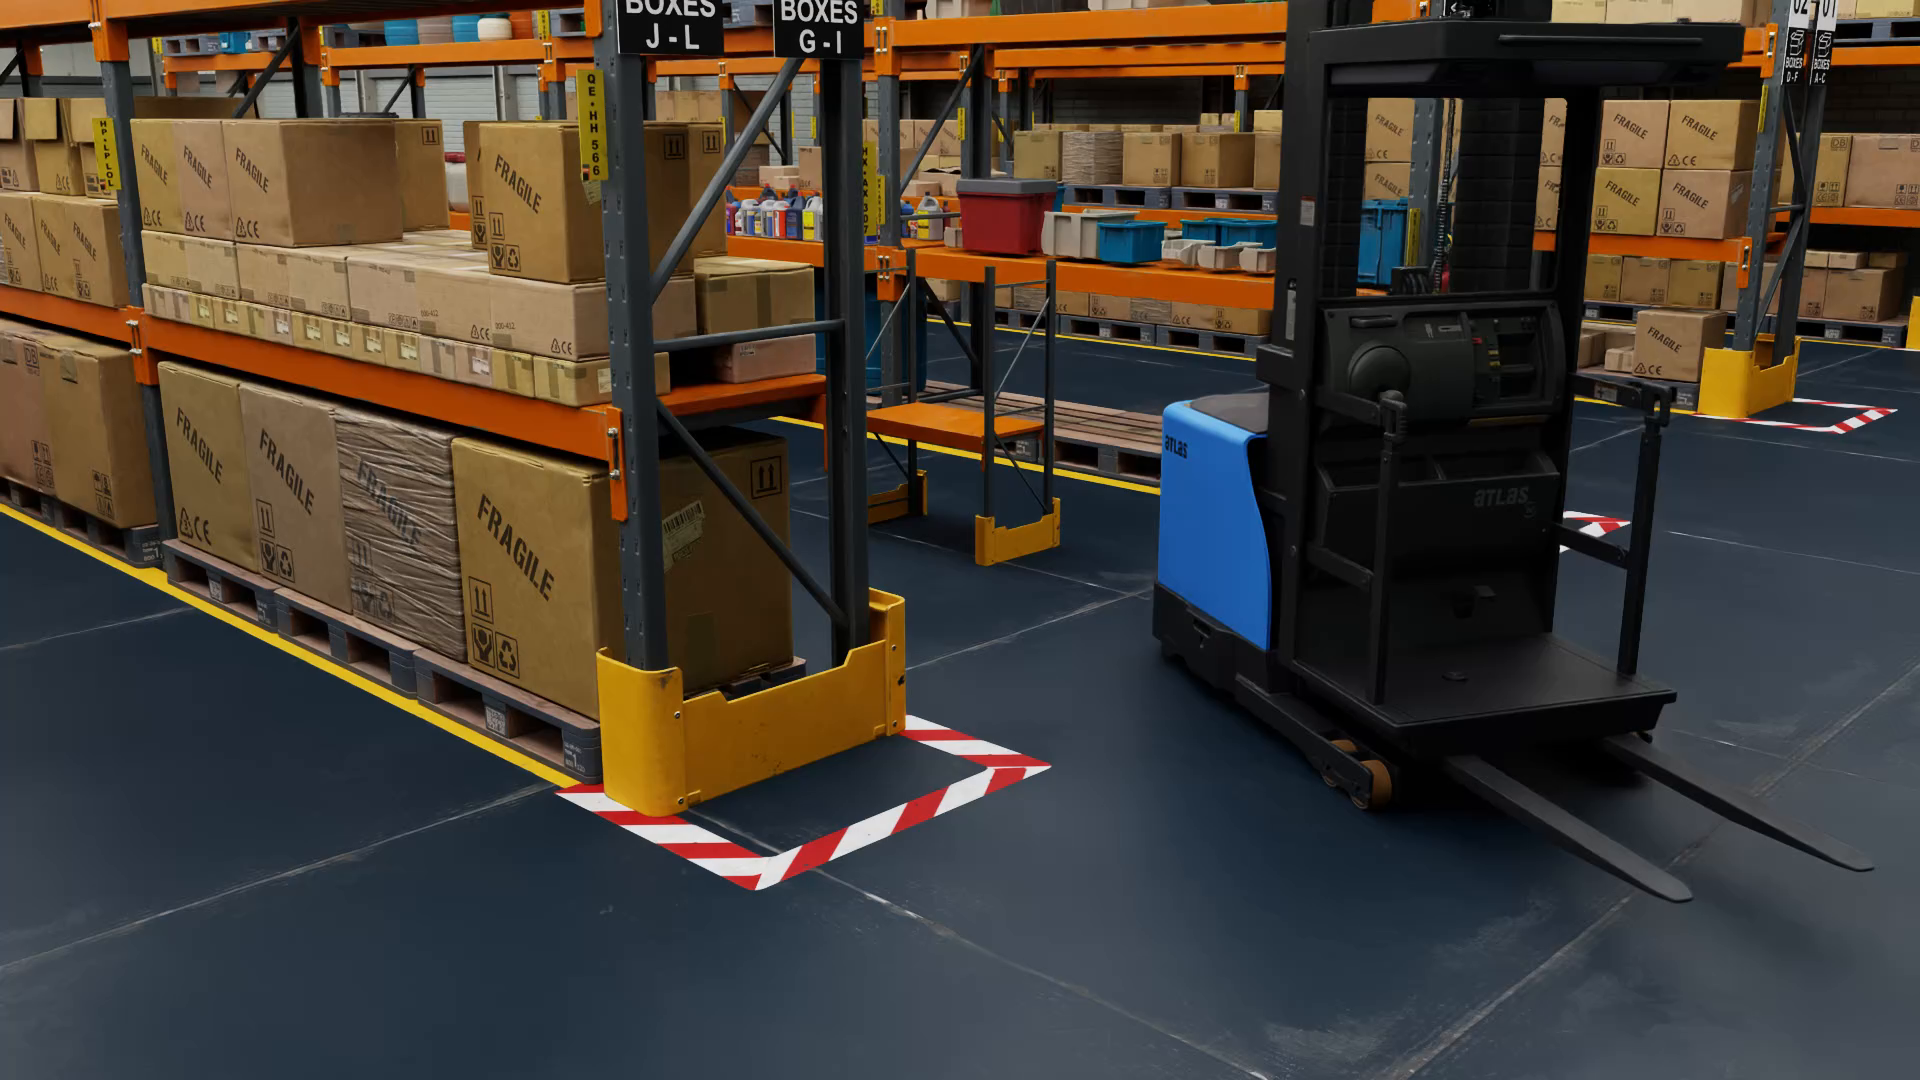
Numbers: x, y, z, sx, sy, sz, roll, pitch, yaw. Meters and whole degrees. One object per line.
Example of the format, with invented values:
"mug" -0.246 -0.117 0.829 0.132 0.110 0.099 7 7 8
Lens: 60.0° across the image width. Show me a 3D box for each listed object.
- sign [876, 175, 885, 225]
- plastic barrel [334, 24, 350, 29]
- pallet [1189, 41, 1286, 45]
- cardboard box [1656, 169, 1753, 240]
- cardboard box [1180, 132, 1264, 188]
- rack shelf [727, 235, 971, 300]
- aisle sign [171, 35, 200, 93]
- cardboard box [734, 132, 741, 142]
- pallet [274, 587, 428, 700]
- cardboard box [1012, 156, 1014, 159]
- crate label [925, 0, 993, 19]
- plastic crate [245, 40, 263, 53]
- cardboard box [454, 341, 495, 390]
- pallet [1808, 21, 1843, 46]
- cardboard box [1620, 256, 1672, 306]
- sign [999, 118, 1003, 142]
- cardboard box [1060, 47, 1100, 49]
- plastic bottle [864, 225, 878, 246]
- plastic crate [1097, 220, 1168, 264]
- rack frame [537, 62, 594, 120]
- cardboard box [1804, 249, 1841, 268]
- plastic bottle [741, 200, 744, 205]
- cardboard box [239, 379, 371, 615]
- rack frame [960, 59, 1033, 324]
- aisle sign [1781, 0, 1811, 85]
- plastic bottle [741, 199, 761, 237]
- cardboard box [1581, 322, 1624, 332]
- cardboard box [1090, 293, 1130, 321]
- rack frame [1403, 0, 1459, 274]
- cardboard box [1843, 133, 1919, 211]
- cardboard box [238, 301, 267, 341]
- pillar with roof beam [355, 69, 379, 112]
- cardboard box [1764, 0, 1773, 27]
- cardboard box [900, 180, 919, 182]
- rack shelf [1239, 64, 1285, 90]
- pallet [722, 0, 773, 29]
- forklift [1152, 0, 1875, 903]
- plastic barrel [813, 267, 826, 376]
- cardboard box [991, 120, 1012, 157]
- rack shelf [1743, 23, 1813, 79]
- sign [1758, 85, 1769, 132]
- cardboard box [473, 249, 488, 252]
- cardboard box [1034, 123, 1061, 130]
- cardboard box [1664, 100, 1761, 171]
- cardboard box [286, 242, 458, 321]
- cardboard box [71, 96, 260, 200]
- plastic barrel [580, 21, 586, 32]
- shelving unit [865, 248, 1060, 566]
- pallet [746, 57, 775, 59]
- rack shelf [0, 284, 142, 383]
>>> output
"sign" -0.547 -2.310 11.298 0.005 0.325 0.100 14 20 42
"plastic barrel" -6.565 -5.766 17.337 0.708 0.901 0.600 14 20 42
"pallet" 2.856 -4.661 15.296 1.003 0.211 1.213 14 20 42
"cardboard box" 5.645 -2.551 12.575 0.500 0.500 0.500 -14 20 -42
"cardboard box" 2.552 -3.658 15.990 0.700 0.500 0.500 -11 18 -35
"rack shelf" -1.604 -2.277 13.149 4.000 0.370 1.077 14 20 42
"aisle sign" -9.058 -5.593 19.292 0.004 0.787 0.394 14 20 42
"cardboard box" -2.827 -4.945 20.476 0.250 0.149 0.380 14 20 42
"pallet" -2.227 0.334 7.232 1.213 0.211 1.003 14 20 42
"cardboard box" 0.764 -5.532 24.472 0.500 0.250 0.500 14 20 43
"crate label" -0.013 -3.461 10.840 0.466 0.136 0.293 14 20 42
"plastic crate" -7.359 -5.207 17.540 0.396 0.136 0.243 14 20 42
"cardboard box" -1.577 -0.647 5.963 0.250 0.149 0.380 14 20 42
"pallet" 8.168 -5.124 16.874 1.213 0.211 1.003 14 20 42
"cardboard box" 7.539 -2.829 17.966 0.500 0.500 0.700 13 20 42
"sign" 0.582 -5.793 23.498 0.005 0.325 0.100 14 20 42
"cardboard box" 1.476 -5.123 16.498 0.500 0.500 0.910 14 20 42
"plastic bottle" -0.672 -2.226 11.770 0.135 0.276 0.152 14 20 42
"plastic crate" 1.059 -1.836 10.243 0.300 0.233 0.416 14 20 42
"rack frame" -5.362 -5.274 23.224 0.127 3.000 1.000 14 20 42
"cardboard box" 8.615 -2.819 16.641 0.380 0.149 0.250 -14 20 -43
"plastic bottle" -1.799 -2.720 13.815 0.097 0.201 0.097 0 15 0
"cardboard box" -2.535 -0.264 7.376 0.875 0.875 0.875 14 20 42
"rack frame" 0.397 -3.874 17.850 0.127 3.000 1.000 14 20 42
"aisle sign" 5.993 -3.664 11.890 0.004 0.787 0.394 14 20 42
"plastic bottle" -1.562 -2.442 12.601 0.135 0.276 0.152 14 20 42
"cardboard box" 5.242 -1.678 14.002 0.500 0.250 0.500 14 20 42
"cardboard box" 1.644 -2.476 16.570 0.500 0.500 0.500 13 19 40
"rack frame" 2.715 -1.575 9.029 0.127 3.000 1.000 14 20 42
"cardboard box" 9.218 -3.606 16.228 0.980 0.700 0.700 -13 20 -42
"cardboard box" -2.866 -0.960 7.166 0.250 0.149 0.380 13 20 41
"pillar with roof beam" -16.768 -11.480 35.144 0.400 9.000 9.100 14 20 42
"cardboard box" 5.963 -3.989 12.640 0.500 0.250 0.500 14 20 42
"cardboard box" -0.560 -3.965 18.699 0.380 0.149 0.250 -13 19 -40
"rack shelf" 5.273 -5.527 19.673 4.000 0.370 1.077 14 20 42
"pallet" -1.615 -3.953 12.579 1.213 0.211 1.003 14 20 42
"forklift" 1.750 -0.638 5.567 1.130 2.935 3.031 -5 15 -17
"plastic barrel" -1.054 -1.685 12.780 0.708 0.901 0.600 14 20 42
"cardboard box" 0.398 -5.800 24.014 0.500 0.500 0.500 14 20 42
"rack shelf" 4.716 -3.927 13.533 4.000 0.370 1.077 14 20 42
"sign" 5.756 -3.090 11.918 0.005 0.325 0.100 14 20 42
"cardboard box" -1.619 -1.059 6.755 0.500 0.250 0.500 13 19 40
"cardboard box" 1.296 -5.640 23.556 0.500 0.500 0.700 14 20 42
"cardboard box" 5.645 -3.034 12.445 0.500 0.500 0.500 13 20 42
"cardboard box" -2.365 -1.053 6.730 0.500 0.250 0.500 14 20 42
"cardboard box" -4.068 -2.020 8.549 0.637 0.503 0.797 13 19 41
"plastic barrel" -3.257 -4.386 14.174 0.294 0.245 0.294 0 15 0
"shelving unit" -0.055 -0.739 8.794 1.083 1.500 0.587 14 20 42
"pallet" -1.838 -5.781 19.599 1.217 0.209 0.805 13 19 40
"rack shelf" -5.042 -1.378 9.699 4.000 0.370 1.077 14 20 42
